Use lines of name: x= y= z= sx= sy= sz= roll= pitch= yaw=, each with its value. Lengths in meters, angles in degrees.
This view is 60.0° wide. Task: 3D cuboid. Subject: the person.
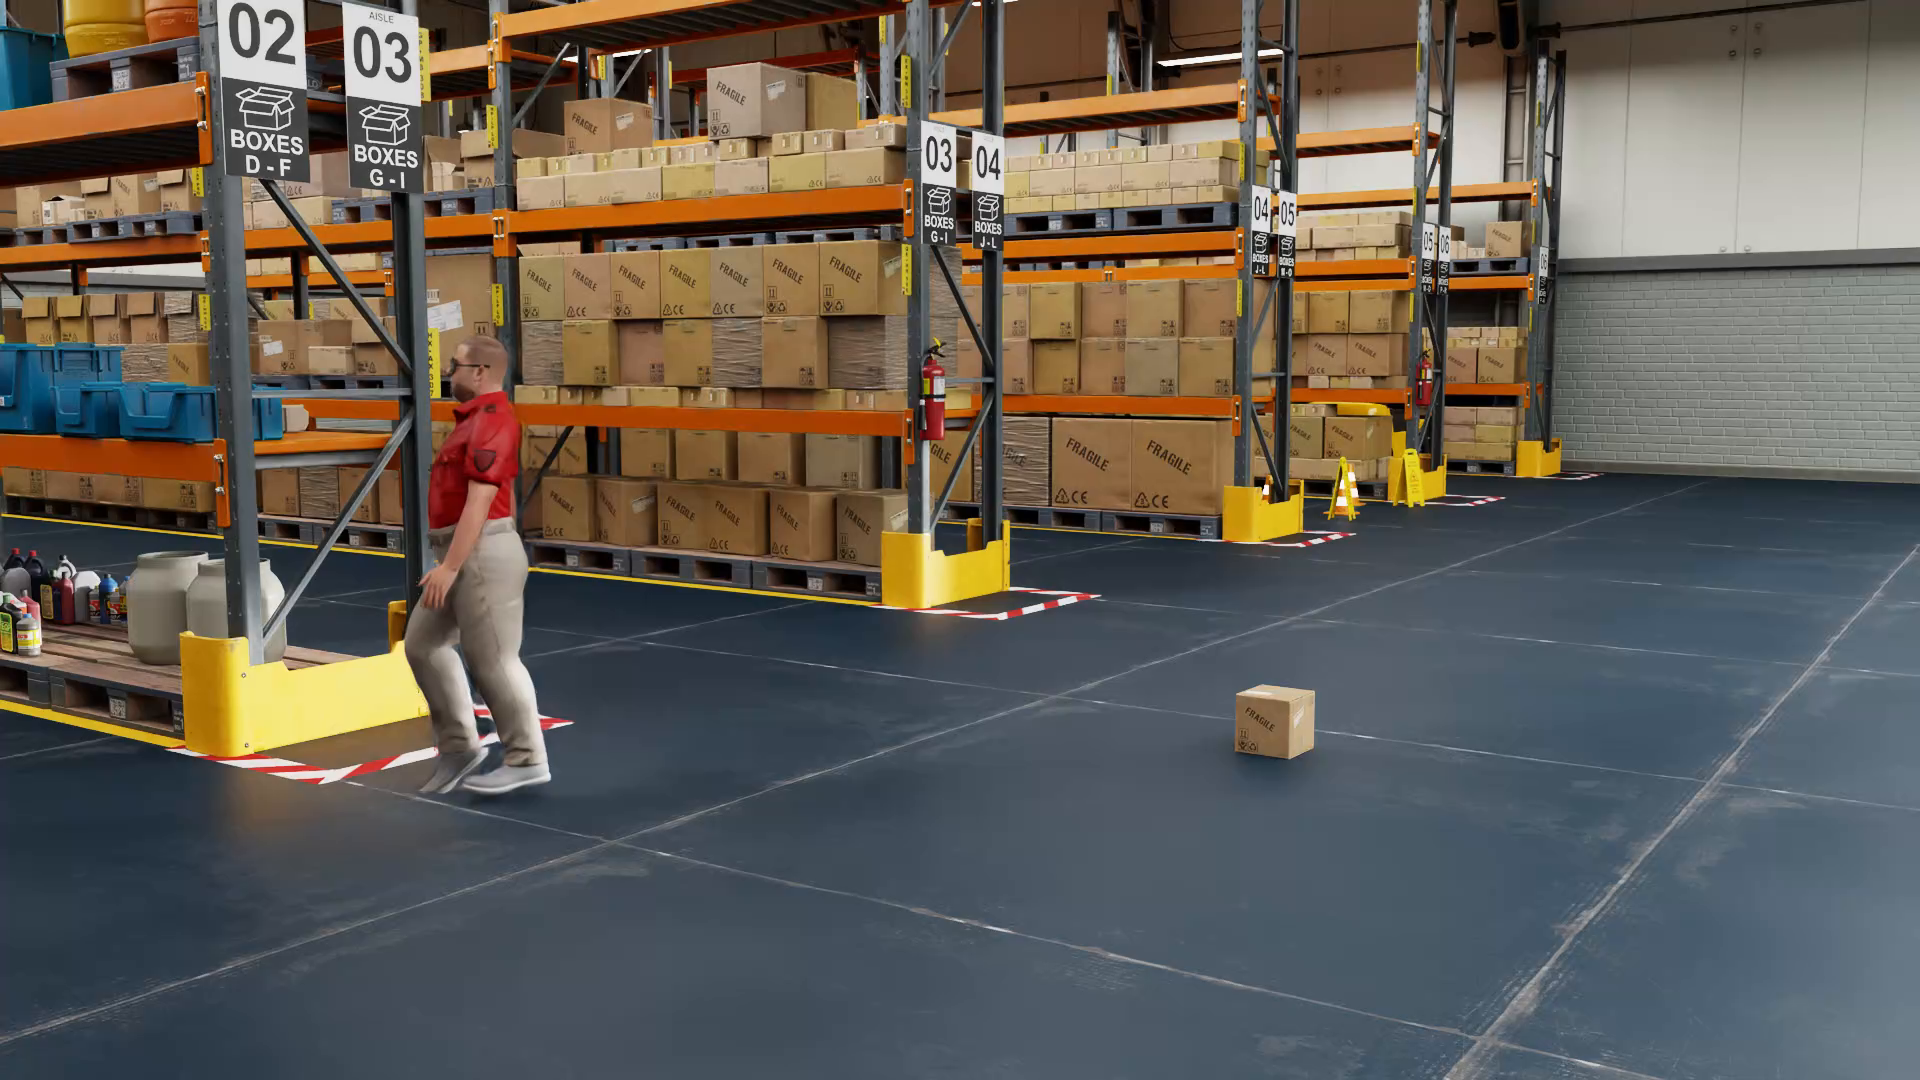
person: x=-1.826 y=0.138 z=6.248 sx=0.516 sy=1.797 sz=0.548 roll=-2 pitch=7 yaw=-19
